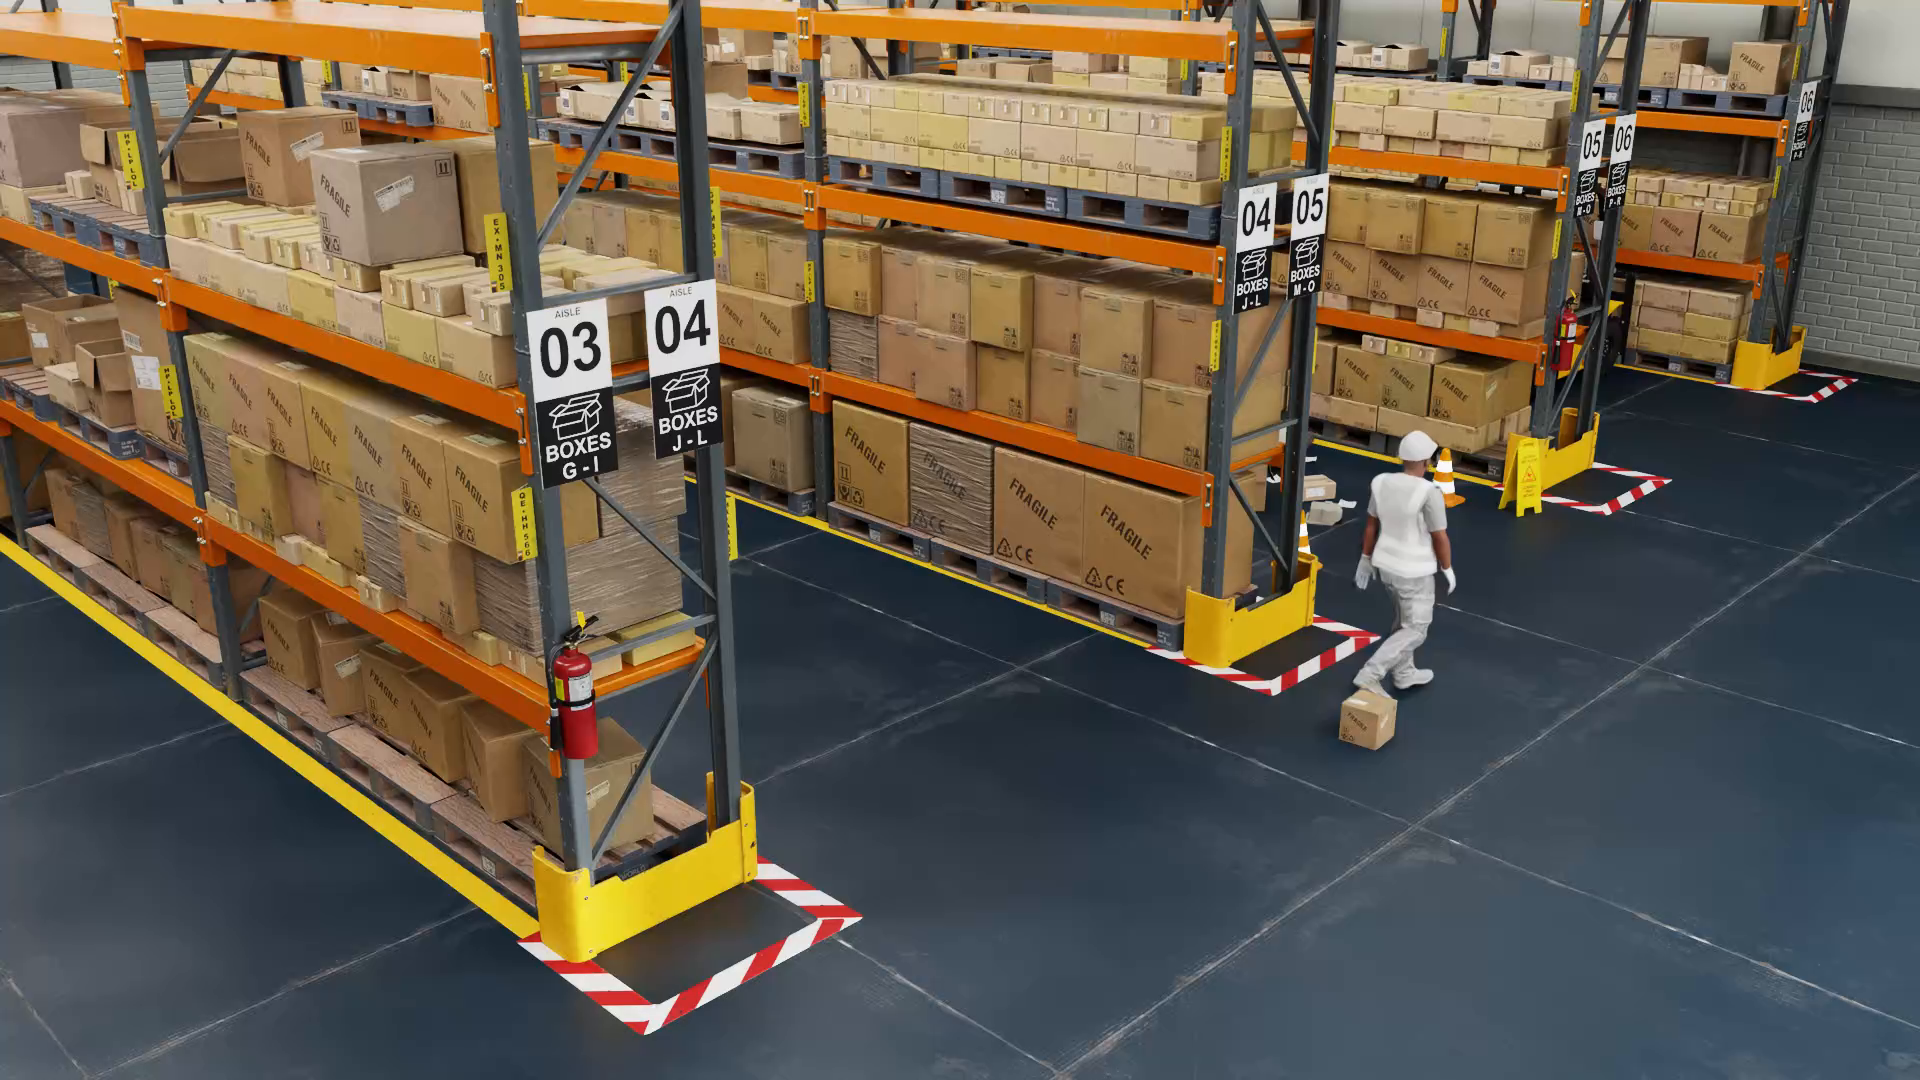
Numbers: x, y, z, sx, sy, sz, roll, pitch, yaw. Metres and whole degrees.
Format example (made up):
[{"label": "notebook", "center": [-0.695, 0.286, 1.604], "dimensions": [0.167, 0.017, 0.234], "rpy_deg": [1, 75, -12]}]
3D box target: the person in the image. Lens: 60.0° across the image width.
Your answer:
[{"label": "person", "center": [2.773, 0.185, 10.524], "dimensions": [0.884, 1.762, 0.593], "rpy_deg": [-12, 23, -28]}]
